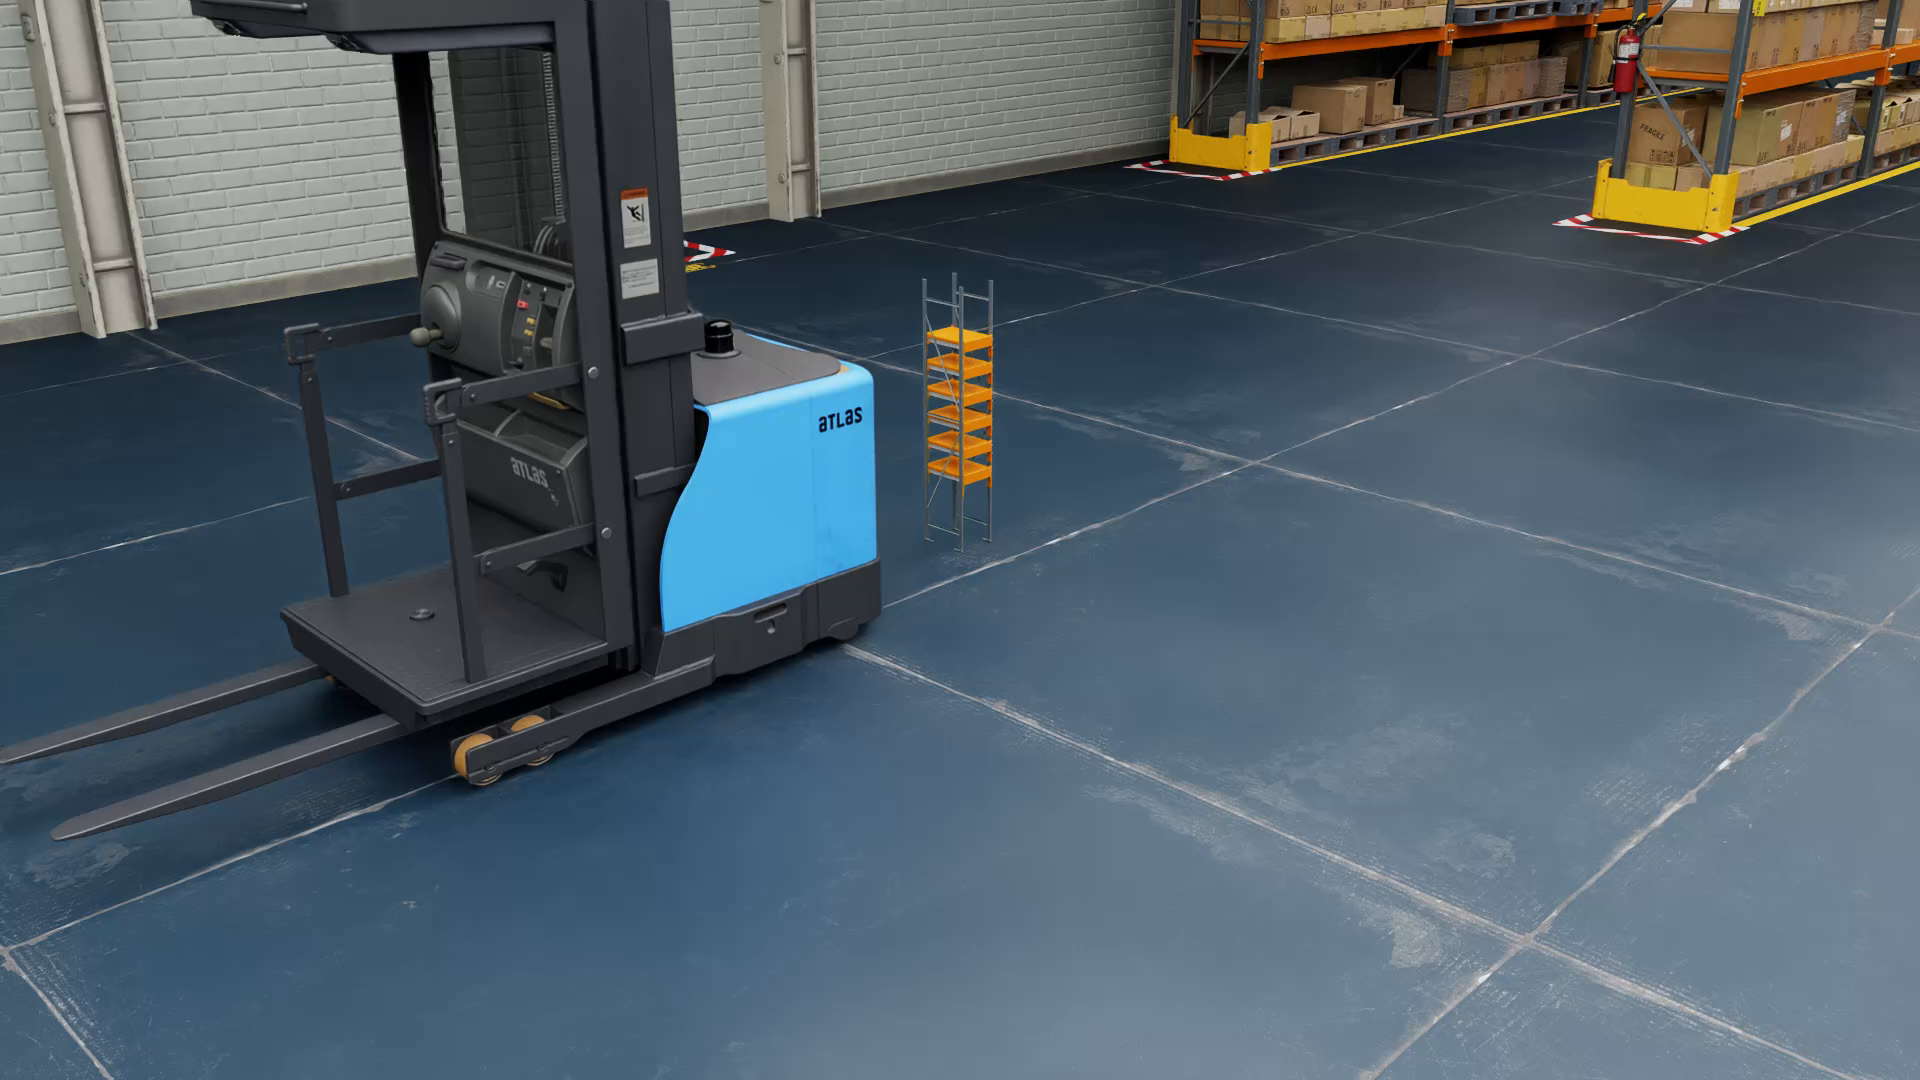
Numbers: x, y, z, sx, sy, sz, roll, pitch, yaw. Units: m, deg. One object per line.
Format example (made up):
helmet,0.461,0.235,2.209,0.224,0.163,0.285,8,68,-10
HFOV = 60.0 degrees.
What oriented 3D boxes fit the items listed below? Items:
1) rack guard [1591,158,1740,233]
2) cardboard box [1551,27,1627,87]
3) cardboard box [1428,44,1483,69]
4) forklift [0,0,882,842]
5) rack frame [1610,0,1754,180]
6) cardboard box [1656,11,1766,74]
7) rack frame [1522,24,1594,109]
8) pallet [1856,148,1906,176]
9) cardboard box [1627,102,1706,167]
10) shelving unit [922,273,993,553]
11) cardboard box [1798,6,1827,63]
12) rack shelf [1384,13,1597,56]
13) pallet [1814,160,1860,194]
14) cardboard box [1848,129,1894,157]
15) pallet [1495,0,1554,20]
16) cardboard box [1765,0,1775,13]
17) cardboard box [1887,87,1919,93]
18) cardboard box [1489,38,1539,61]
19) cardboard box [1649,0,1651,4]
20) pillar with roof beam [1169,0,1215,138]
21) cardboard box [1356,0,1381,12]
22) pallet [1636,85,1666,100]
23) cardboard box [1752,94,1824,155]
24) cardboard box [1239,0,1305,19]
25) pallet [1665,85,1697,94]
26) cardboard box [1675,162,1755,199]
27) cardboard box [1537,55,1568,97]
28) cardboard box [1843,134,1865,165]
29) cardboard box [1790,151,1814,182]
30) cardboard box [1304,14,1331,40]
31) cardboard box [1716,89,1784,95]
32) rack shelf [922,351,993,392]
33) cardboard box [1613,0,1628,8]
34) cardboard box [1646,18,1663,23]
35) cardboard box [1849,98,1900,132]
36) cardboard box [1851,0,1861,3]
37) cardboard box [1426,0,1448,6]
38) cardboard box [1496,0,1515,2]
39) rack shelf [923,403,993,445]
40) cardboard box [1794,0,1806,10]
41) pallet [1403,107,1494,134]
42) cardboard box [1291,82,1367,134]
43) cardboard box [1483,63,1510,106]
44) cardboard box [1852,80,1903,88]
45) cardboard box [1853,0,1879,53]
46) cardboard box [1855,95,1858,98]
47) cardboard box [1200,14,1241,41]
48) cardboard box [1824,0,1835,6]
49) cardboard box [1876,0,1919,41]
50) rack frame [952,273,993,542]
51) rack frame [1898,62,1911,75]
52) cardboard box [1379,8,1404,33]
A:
rack guard,6.331,-3.106,14.959,1.175,0.500,0.348,19,28,41
cardboard box,8.983,-6.923,23.817,0.750,0.750,0.750,19,28,40
cardboard box,6.392,-6.242,21.460,0.500,0.250,0.500,19,28,40
forklift,-1.721,-0.769,5.491,3.031,2.935,1.130,-19,28,-41
rack frame,6.347,-4.279,14.527,1.000,3.000,0.127,19,28,41
cardboard box,6.682,-4.443,14.813,0.700,0.500,0.500,19,28,41
rack frame,8.376,-7.574,23.100,1.000,3.000,0.127,19,28,41
pallet,9.624,-4.205,18.220,1.003,0.211,1.213,19,28,41
cardboard box,6.508,-3.754,15.363,0.500,0.500,0.500,19,28,41
shelving unit,-0.010,-0.556,7.350,0.258,1.200,0.189,19,28,41
cardboard box,7.760,-4.841,15.850,0.500,0.500,0.700,-19,28,-40
rack shelf,6.981,-6.725,21.892,1.077,0.370,4.000,19,28,41
pallet,8.553,-3.812,17.198,1.003,0.211,1.213,19,28,41
cardboard box,9.597,-4.262,17.728,0.500,0.250,0.500,18,28,39
pallet,7.025,-6.966,21.784,1.003,0.211,1.213,19,28,41
cardboard box,6.958,-4.744,14.693,0.380,0.149,0.250,18,28,39
cardboard box,10.676,-4.921,18.663,0.500,0.311,0.500,-19,28,-41
cardboard box,7.469,-6.634,22.479,0.500,0.250,0.500,-20,28,-41
cardboard box,9.834,-7.890,24.244,0.380,0.149,0.250,19,28,41
pillar with roof beam,5.749,-7.637,14.902,9.100,9.000,0.400,19,28,41
cardboard box,4.412,-6.246,18.781,0.500,0.500,0.500,-19,28,-40
pallet,9.831,-6.769,24.891,1.003,0.211,1.213,19,28,41
cardboard box,7.929,-4.009,16.026,0.500,0.500,0.500,19,28,41
cardboard box,3.344,-5.855,17.762,0.500,0.500,0.500,19,28,41
pallet,10.683,-7.084,25.711,1.003,0.211,1.213,19,28,41
cardboard box,6.881,-3.274,15.159,0.500,0.250,0.500,19,28,41
cardboard box,7.912,-6.415,22.954,0.500,0.500,0.700,-20,29,-41
cardboard box,8.971,-4.046,17.168,0.500,0.250,0.500,19,28,41
cardboard box,7.928,-3.659,16.161,0.500,0.250,0.500,19,28,41
cardboard box,3.716,-5.640,18.250,0.500,0.250,0.500,18,28,39
cardboard box,7.893,-4.272,16.710,0.500,0.500,0.500,19,28,41
rack shelf,-0.010,-0.739,7.279,0.258,0.103,0.180,19,28,41
cardboard box,9.200,-7.603,23.497,0.250,0.149,0.380,-19,28,-40
cardboard box,10.807,-7.596,25.566,0.750,0.750,0.750,20,28,41
cardboard box,9.605,-4.526,17.634,0.500,0.311,0.500,19,28,41
cardboard box,8.564,-5.335,16.229,0.380,0.149,0.250,19,28,41
cardboard box,5.478,-6.637,19.796,0.500,0.500,0.500,19,28,41
cardboard box,6.797,-7.240,21.476,0.500,0.500,0.700,-16,26,-35
rack shelf,-0.010,-0.515,7.366,0.258,0.103,0.180,19,28,41
cardboard box,7.494,-4.941,15.206,0.380,0.149,0.250,18,27,39
pallet,6.128,-5.445,21.447,1.003,0.211,1.213,19,28,41
cardboard box,4.288,-5.035,19.363,0.700,0.500,0.500,17,27,37
cardboard box,6.797,-6.045,21.991,0.700,0.500,0.500,20,28,41
cardboard box,10.635,-5.181,19.339,0.500,0.311,0.500,18,28,39
cardboard box,8.833,-5.238,16.883,0.700,0.500,0.500,18,28,39
cardboard box,9.573,-4.793,18.329,0.500,0.311,0.500,-19,28,-41
cardboard box,2.983,-5.626,18.212,0.500,0.250,0.500,-20,28,-41
cardboard box,8.032,-5.138,15.719,0.250,0.149,0.380,-19,28,-40
cardboard box,10.053,-5.683,18.039,0.500,0.500,0.500,-18,27,-38
rack frame,0.054,-0.580,7.411,0.240,1.200,0.006,19,28,41
rack frame,11.928,-6.336,19.877,1.000,3.000,0.127,19,28,41
cardboard box,4.779,-6.029,19.260,0.500,0.250,0.500,19,28,40
